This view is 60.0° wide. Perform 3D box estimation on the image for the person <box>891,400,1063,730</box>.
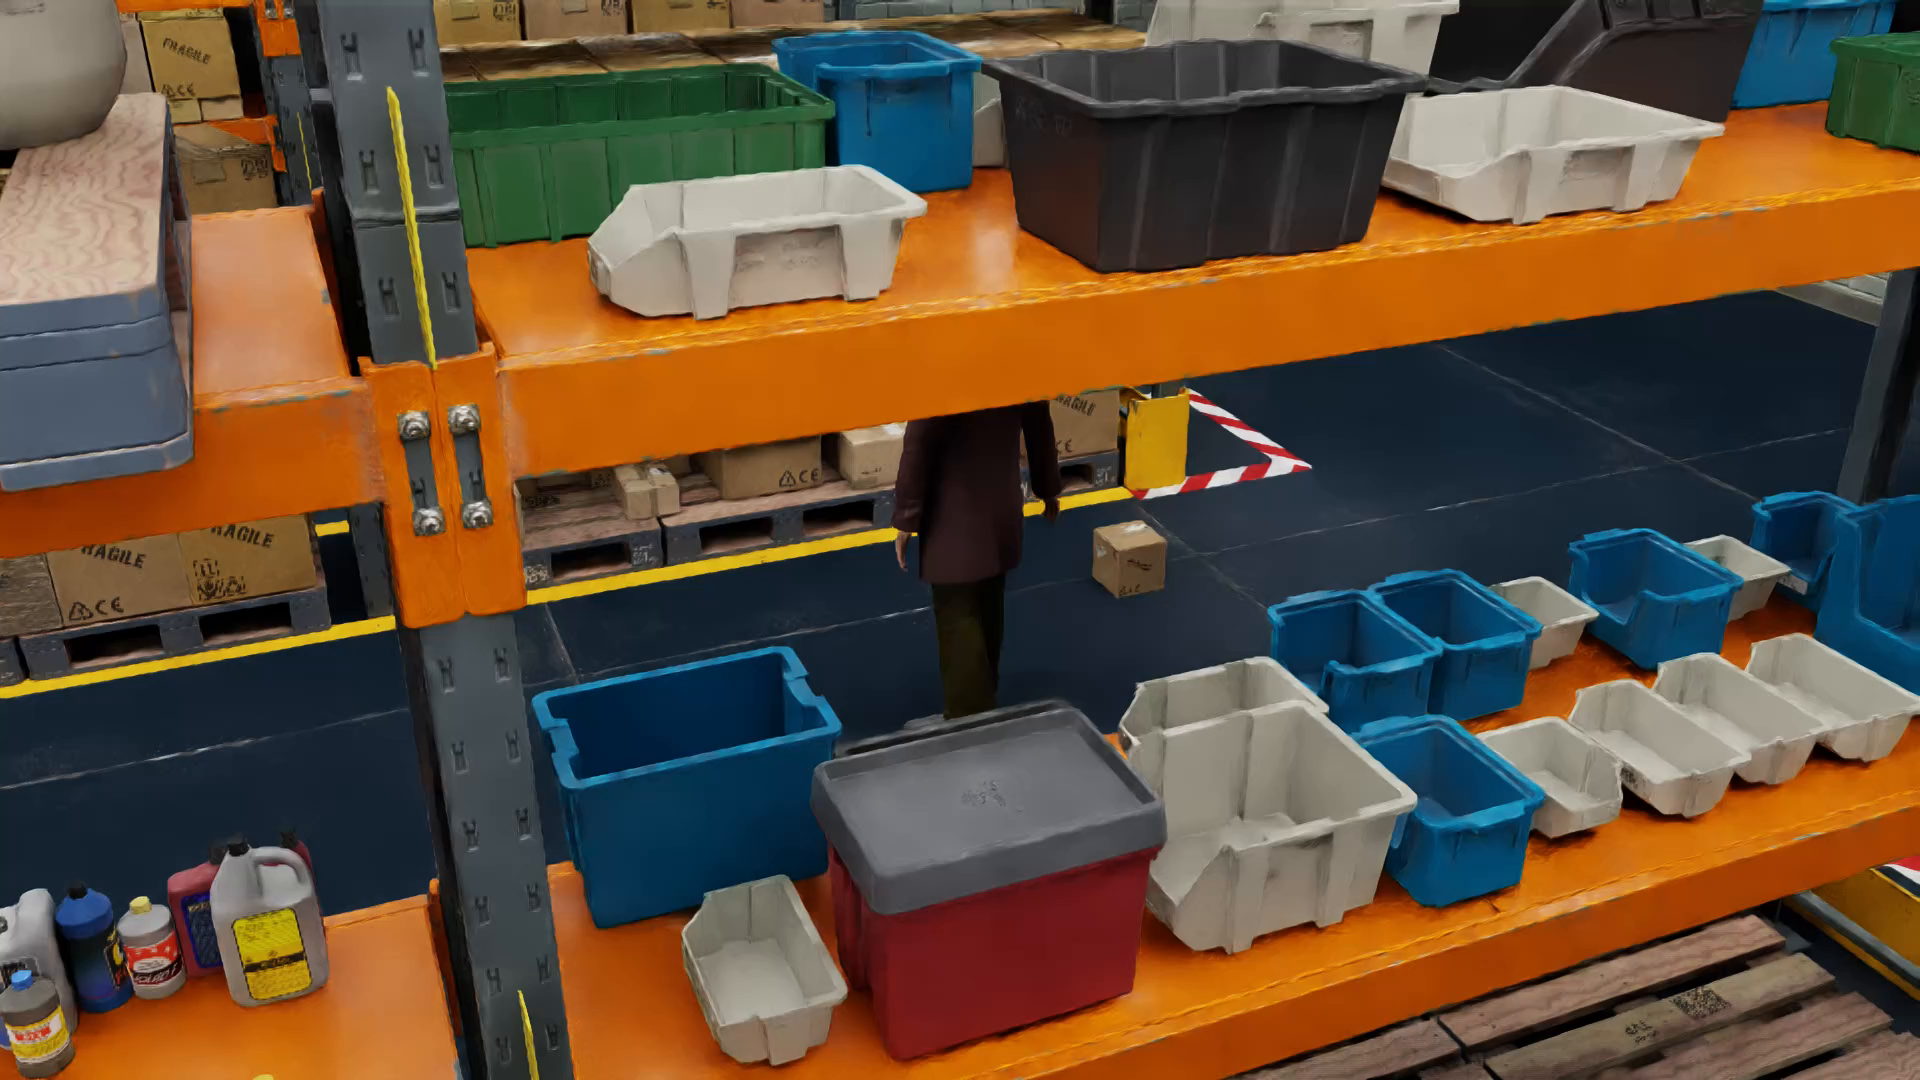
[{"bbox_3d":[0.053,-0.121,6.353,0.749,1.776,0.640,-15,30,-29],"label":"person"}]
